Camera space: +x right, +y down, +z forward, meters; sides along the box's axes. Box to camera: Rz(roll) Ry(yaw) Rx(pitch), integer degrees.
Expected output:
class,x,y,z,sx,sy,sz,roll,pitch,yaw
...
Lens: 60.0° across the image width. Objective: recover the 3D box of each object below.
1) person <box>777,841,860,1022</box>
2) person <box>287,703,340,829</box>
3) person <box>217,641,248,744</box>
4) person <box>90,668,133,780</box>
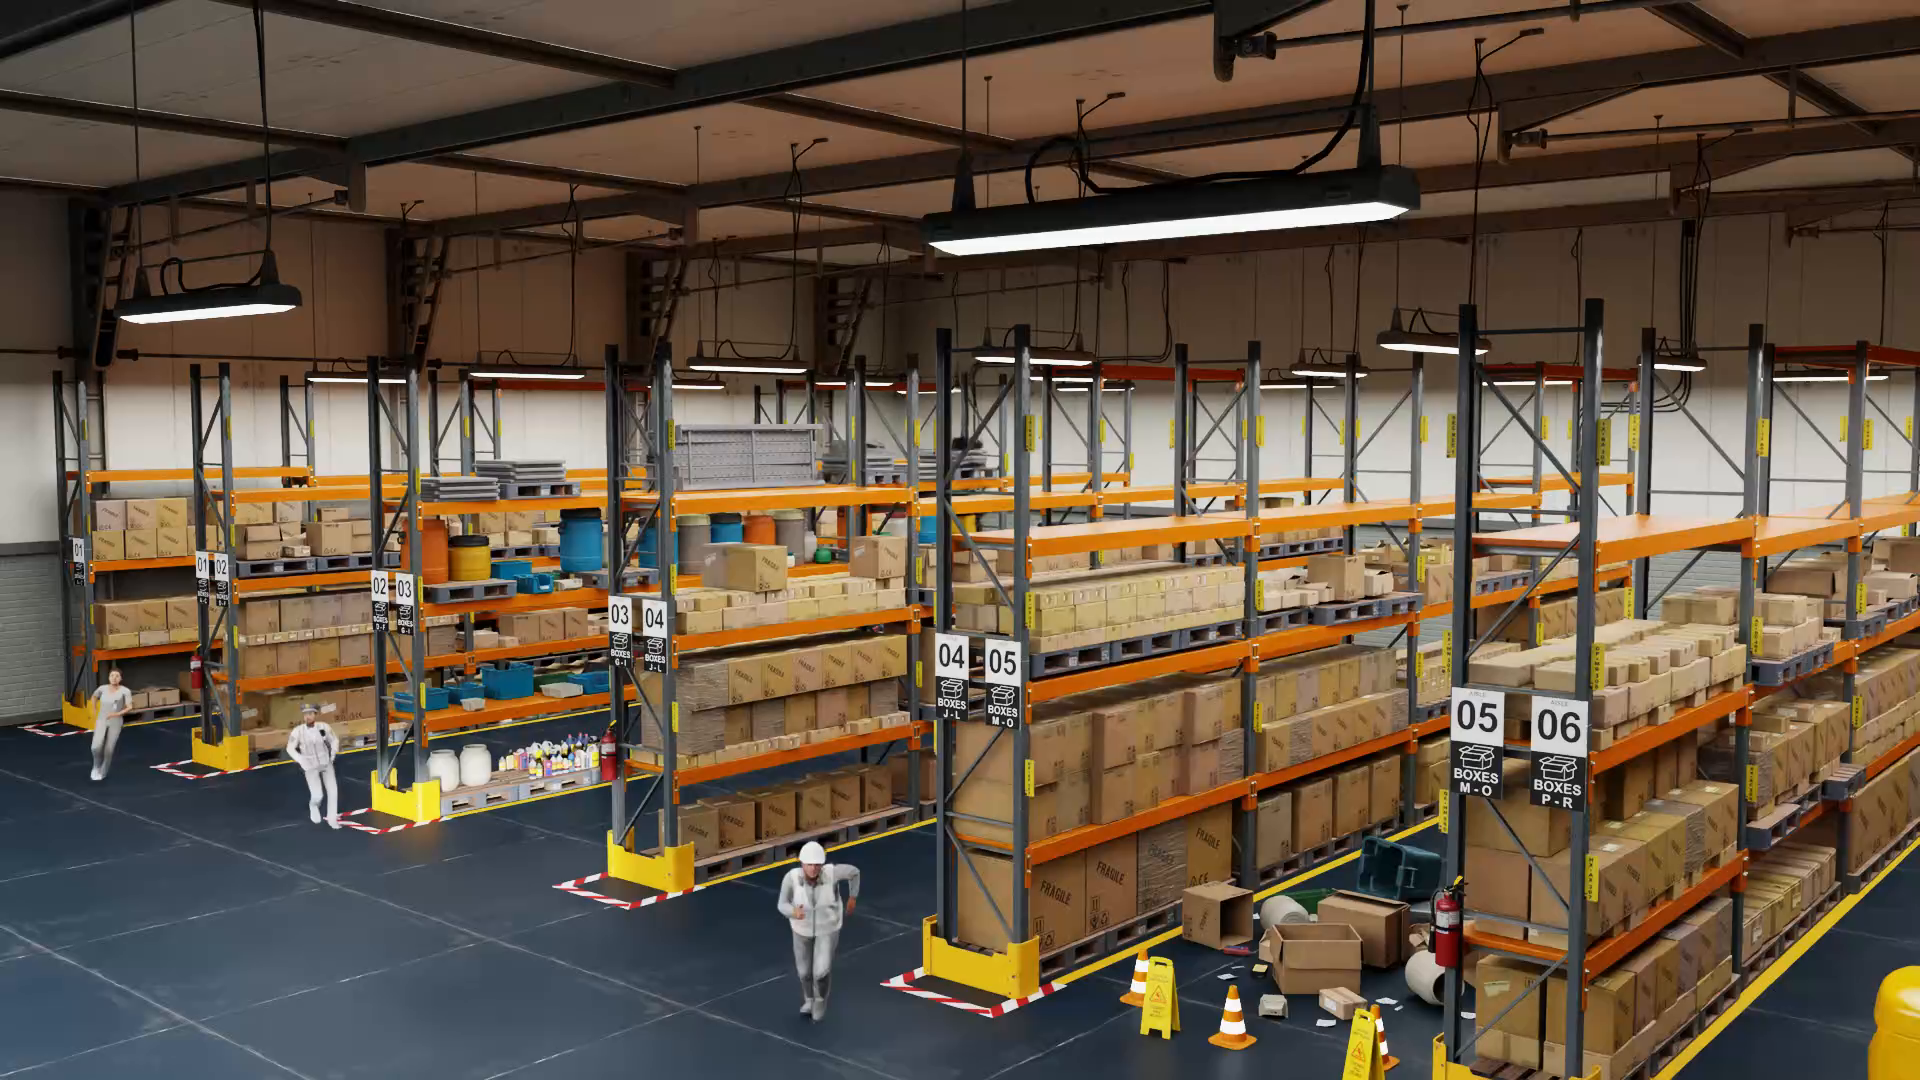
class,x,y,z,sx,sy,sz,roll,pitch,yaw
person,-1.194,3.312,14.122,0.685,1.643,0.935,0,4,0
person,-8.129,2.850,20.986,0.622,1.625,0.522,-3,5,-34
person,-11.593,2.381,26.665,0.688,1.771,0.832,3,5,38
person,-12.133,2.640,23.771,0.595,1.609,0.567,-1,4,-18
